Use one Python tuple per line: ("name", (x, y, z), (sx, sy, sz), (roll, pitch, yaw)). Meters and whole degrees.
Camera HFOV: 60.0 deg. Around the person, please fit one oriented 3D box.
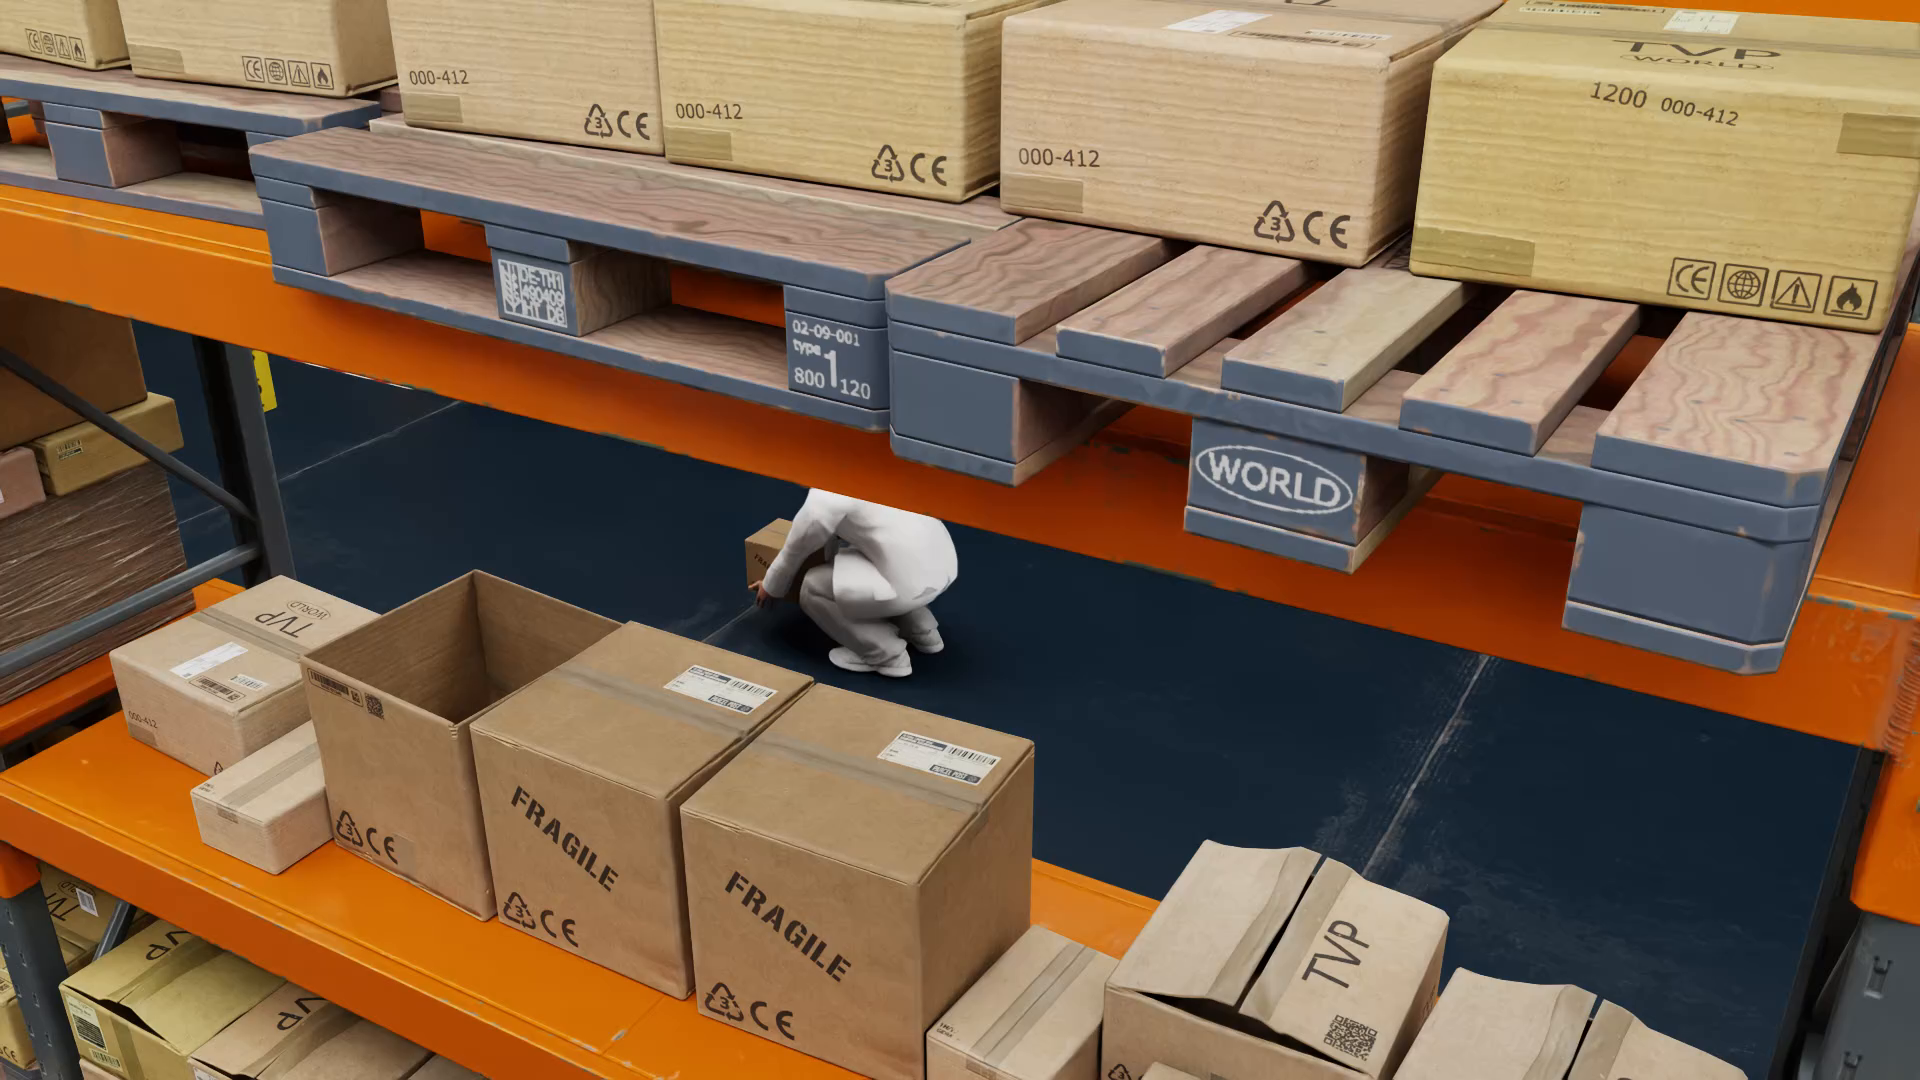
("person", (-0.447, 0.011, 6.994), (0.918, 1.004, 0.586), (14, 29, 26))
